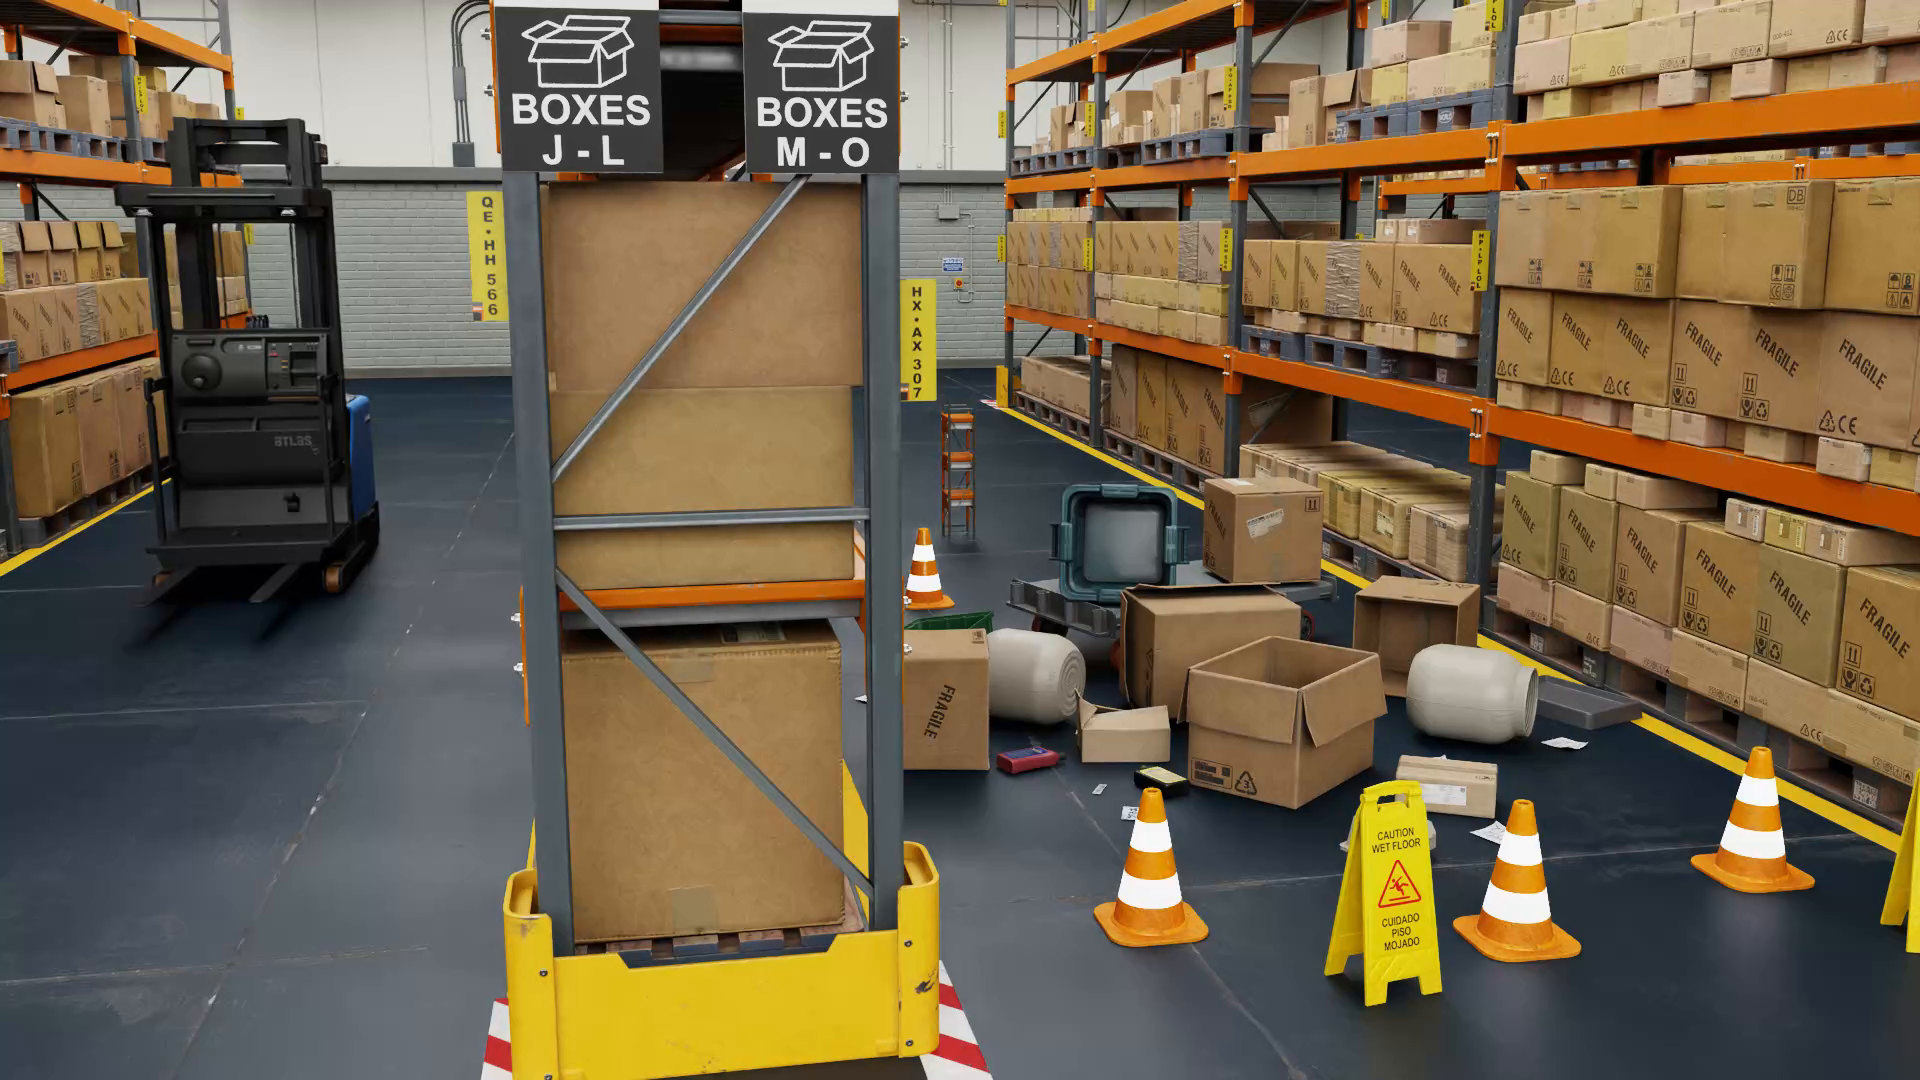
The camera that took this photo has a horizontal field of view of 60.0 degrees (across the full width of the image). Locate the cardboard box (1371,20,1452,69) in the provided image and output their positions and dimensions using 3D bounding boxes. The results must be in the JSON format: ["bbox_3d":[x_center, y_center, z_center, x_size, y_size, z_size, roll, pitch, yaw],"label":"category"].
[{"bbox_3d":[2.941,-3.124,10.507,0.500,0.250,0.500,-2,11,-10],"label":"cardboard box"}]

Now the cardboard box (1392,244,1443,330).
[{"bbox_3d":[2.986,-1.553,10.149,0.500,0.500,0.500,-2,11,-11],"label":"cardboard box"}]

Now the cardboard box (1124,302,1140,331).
[{"bbox_3d":[1.856,-2.098,15.600,0.500,0.250,0.500,-2,11,-11],"label":"cardboard box"}]

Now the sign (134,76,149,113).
[{"bbox_3d":[-7.347,-3.995,14.917,0.100,0.325,0.005,-2,11,-11],"label":"sign"}]

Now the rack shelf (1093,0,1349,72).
[{"bbox_3d":[2.232,-4.482,14.672,1.077,0.370,4.000,-2,11,-11],"label":"rack shelf"}]

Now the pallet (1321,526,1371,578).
[{"bbox_3d":[3.005,0.018,11.535,1.003,0.211,1.213,-2,11,-11],"label":"pallet"}]

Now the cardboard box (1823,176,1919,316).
[{"bbox_3d":[3.772,-1.116,6.301,0.700,0.500,0.500,-2,11,-10],"label":"cardboard box"}]

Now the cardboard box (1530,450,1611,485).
[{"bbox_3d":[3.214,-0.384,8.682,0.380,0.149,0.250,-2,11,-10],"label":"cardboard box"}]

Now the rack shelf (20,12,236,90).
[{"bbox_3d":[-8.267,-4.855,16.633,1.077,0.370,4.000,-2,11,-11],"label":"rack shelf"}]

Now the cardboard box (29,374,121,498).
[{"bbox_3d":[-7.379,-0.811,12.996,1.225,0.875,0.875,-2,11,-11],"label":"cardboard box"}]

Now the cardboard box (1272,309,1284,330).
[{"bbox_3d":[2.532,-1.630,12.285,0.380,0.149,0.250,-3,11,-15],"label":"cardboard box"}]

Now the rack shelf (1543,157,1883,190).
[{"bbox_3d":[7.100,-3.386,15.867,1.077,0.370,4.000,-2,11,-11],"label":"rack shelf"}]

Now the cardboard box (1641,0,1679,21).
[{"bbox_3d":[3.384,-2.468,7.660,0.380,0.149,0.250,-2,11,-13],"label":"cardboard box"}]

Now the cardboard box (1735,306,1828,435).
[{"bbox_3d":[3.614,-0.720,6.891,0.500,0.500,0.500,-2,11,-11],"label":"cardboard box"}]

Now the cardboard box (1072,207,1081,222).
[{"bbox_3d":[1.420,-3.500,17.885,0.380,0.149,0.250,-2,11,-11],"label":"cardboard box"}]

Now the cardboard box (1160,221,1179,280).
[{"bbox_3d":[2.066,-2.529,14.519,0.500,0.500,0.500,-2,11,-11],"label":"cardboard box"}]

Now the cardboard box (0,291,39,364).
[{"bbox_3d":[-6.927,-1.506,11.818,0.500,0.500,0.500,-2,11,-9],"label":"cardboard box"}]

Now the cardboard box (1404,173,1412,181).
[{"bbox_3d":[5.844,-4.603,21.006,0.380,0.149,0.250,-2,11,-10],"label":"cardboard box"}]

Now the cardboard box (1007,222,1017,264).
[{"bbox_3d":[0.879,-3.627,20.290,0.500,0.500,0.500,-2,11,-12],"label":"cardboard box"}]

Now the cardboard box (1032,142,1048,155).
[{"bbox_3d":[1.051,-4.583,19.512,0.380,0.149,0.250,-2,11,-9],"label":"cardboard box"}]

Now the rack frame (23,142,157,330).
[{"bbox_3d":[-7.878,-2.091,15.162,1.000,3.000,0.127,-2,11,-11],"label":"rack frame"}]

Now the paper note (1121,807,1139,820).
[{"bbox_3d":[0.710,1.065,6.522,0.144,0.017,0.142,2,11,9],"label":"paper note"}]

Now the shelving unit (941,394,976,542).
[{"bbox_3d":[-0.010,-0.526,12.150,0.215,1.050,0.252,-2,11,-11],"label":"shelving unit"}]

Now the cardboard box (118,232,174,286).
[{"bbox_3d":[-7.720,-2.629,15.588,0.500,0.500,0.500,-2,11,-11],"label":"cardboard box"}]

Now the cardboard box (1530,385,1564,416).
[{"bbox_3d":[3.246,-0.747,8.772,0.380,0.149,0.250,-2,11,-9],"label":"cardboard box"}]

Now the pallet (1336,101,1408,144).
[{"bbox_3d":[3.179,-2.673,10.698,1.213,0.211,1.003,-2,11,-11],"label":"pallet"}]

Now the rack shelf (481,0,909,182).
[{"bbox_3d":[-1.048,-1.539,6.163,1.077,0.370,4.000,-2,11,-11],"label":"rack shelf"}]

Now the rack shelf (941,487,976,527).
[{"bbox_3d":[-0.010,-0.242,12.204,0.215,0.259,0.240,-2,11,-11],"label":"rack shelf"}]

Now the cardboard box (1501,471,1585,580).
[{"bbox_3d":[3.249,-0.090,8.874,0.500,0.500,0.500,-2,11,-8],"label":"cardboard box"}]

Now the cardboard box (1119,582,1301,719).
[{"bbox_3d":[1.162,0.508,7.821,0.797,0.637,0.503,-2,11,-11],"label":"cardboard box"}]

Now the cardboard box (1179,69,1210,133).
[{"bbox_3d":[2.242,-3.622,13.790,0.700,0.500,0.500,-3,11,-14],"label":"cardboard box"}]

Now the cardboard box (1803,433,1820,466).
[{"bbox_3d":[3.716,-0.377,6.825,0.380,0.149,0.250,-2,11,-10],"label":"cardboard box"}]

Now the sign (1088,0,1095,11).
[{"bbox_3d":[1.600,-6.647,20.344,0.100,0.325,0.005,-2,11,-11],"label":"sign"}]

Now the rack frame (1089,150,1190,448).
[{"bbox_3d":[1.843,-2.452,17.055,1.000,3.000,0.127,-2,11,-11],"label":"rack frame"}]

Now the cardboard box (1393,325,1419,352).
[{"bbox_3d":[2.909,-1.247,10.273,0.380,0.149,0.250,-2,11,-12],"label":"cardboard box"}]

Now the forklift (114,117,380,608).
[{"bbox_3d":[-4.474,-1.146,10.380,1.130,2.935,3.031,-2,11,-10],"label":"forklift"}]

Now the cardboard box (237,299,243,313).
[{"bbox_3d":[-8.211,-2.601,18.509,0.380,0.149,0.250,-2,11,-10],"label":"cardboard box"}]

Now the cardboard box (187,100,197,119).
[{"bbox_3d":[-8.511,-4.402,17.622,0.700,0.500,0.500,-3,11,-13],"label":"cardboard box"}]

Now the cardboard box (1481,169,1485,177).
[{"bbox_3d":[6.197,-4.228,19.038,0.380,0.149,0.250,-2,11,-9],"label":"cardboard box"}]

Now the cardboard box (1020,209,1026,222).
[{"bbox_3d":[0.921,-3.872,19.840,0.380,0.149,0.250,-2,11,-9],"label":"cardboard box"}]

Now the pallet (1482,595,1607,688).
[{"bbox_3d":[3.564,0.507,8.967,1.003,0.211,1.213,-2,11,-11],"label":"pallet"}]

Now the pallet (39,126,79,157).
[{"bbox_3d":[-7.497,-3.060,12.732,1.003,0.211,1.213,-2,11,-8],"label":"pallet"}]

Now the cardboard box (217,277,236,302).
[{"bbox_3d":[-8.203,-2.725,18.097,0.500,0.250,0.500,-2,11,-12],"label":"cardboard box"}]

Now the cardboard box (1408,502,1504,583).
[{"bbox_3d":[3.294,0.004,10.058,0.950,0.372,0.625,-2,11,-10],"label":"cardboard box"}]

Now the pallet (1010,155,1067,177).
[{"bbox_3d":[1.220,-4.480,19.925,1.003,0.211,1.213,-2,11,-11],"label":"pallet"}]

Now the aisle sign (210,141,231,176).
[{"bbox_3d":[-8.375,-4.126,18.900,0.394,0.787,0.004,-2,11,-11],"label":"aisle sign"}]

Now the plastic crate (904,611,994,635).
[{"bbox_3d":[-0.118,0.551,8.644,0.450,0.188,0.662,-7,8,20],"label":"plastic crate"}]

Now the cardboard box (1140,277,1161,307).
[{"bbox_3d":[1.953,-2.252,15.069,0.500,0.250,0.500,-2,11,-13],"label":"cardboard box"}]

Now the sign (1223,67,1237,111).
[{"bbox_3d":[2.075,-3.466,12.767,0.100,0.325,0.005,-2,11,-11],"label":"sign"}]

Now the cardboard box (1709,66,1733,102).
[{"bbox_3d":[3.519,-1.985,7.254,0.380,0.149,0.250,-2,11,-11],"label":"cardboard box"}]

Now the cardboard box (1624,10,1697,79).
[{"bbox_3d":[3.410,-2.253,7.596,0.500,0.250,0.500,-2,11,-10],"label":"cardboard box"}]

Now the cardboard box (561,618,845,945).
[{"bbox_3d":[-0.856,0.663,5.249,0.875,0.875,0.875,-2,11,-11],"label":"cardboard box"}]

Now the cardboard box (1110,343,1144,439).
[{"bbox_3d":[2.042,-1.503,16.633,0.875,0.875,0.875,-2,11,-9],"label":"cardboard box"}]
